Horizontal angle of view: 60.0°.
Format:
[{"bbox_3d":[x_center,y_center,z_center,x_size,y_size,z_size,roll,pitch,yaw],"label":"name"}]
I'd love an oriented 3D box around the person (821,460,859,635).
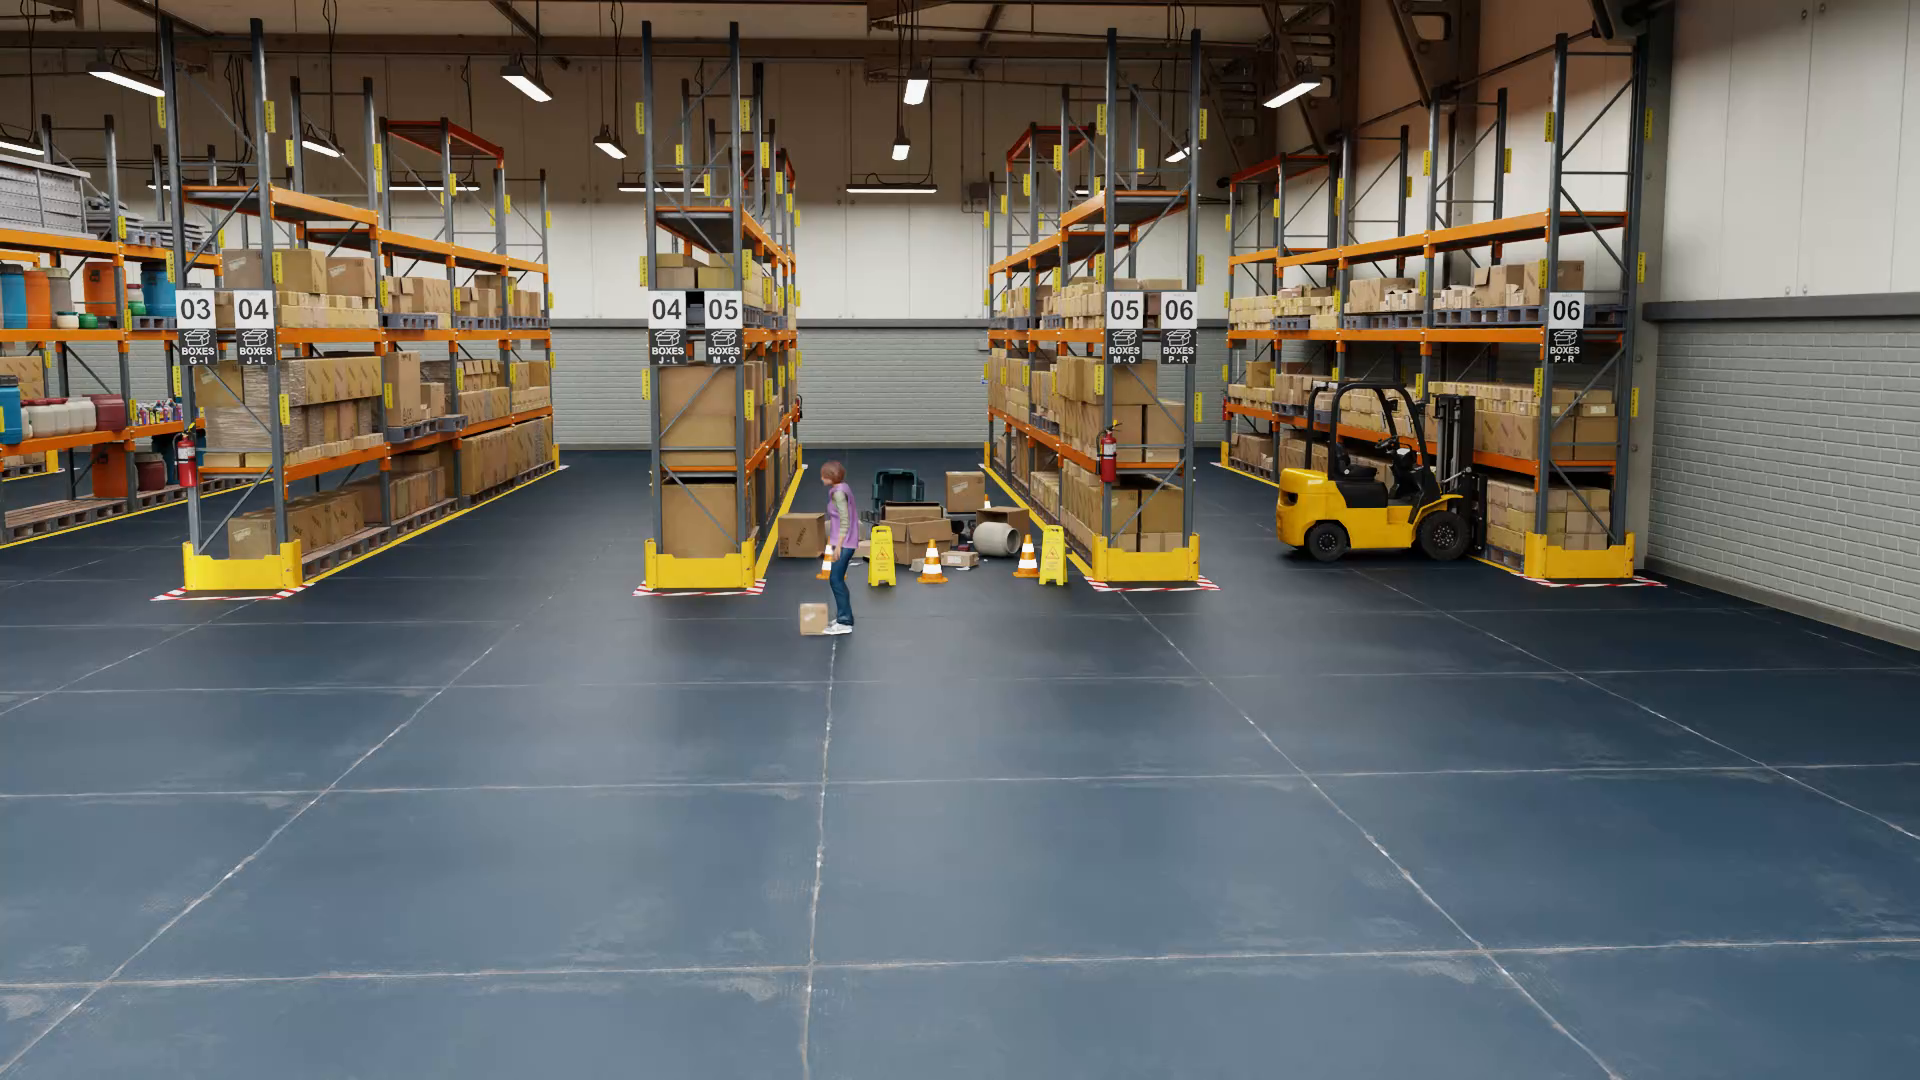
[{"bbox_3d":[-1.105,0.061,15.310,0.345,1.592,0.466,-1,7,-6],"label":"person"}]
